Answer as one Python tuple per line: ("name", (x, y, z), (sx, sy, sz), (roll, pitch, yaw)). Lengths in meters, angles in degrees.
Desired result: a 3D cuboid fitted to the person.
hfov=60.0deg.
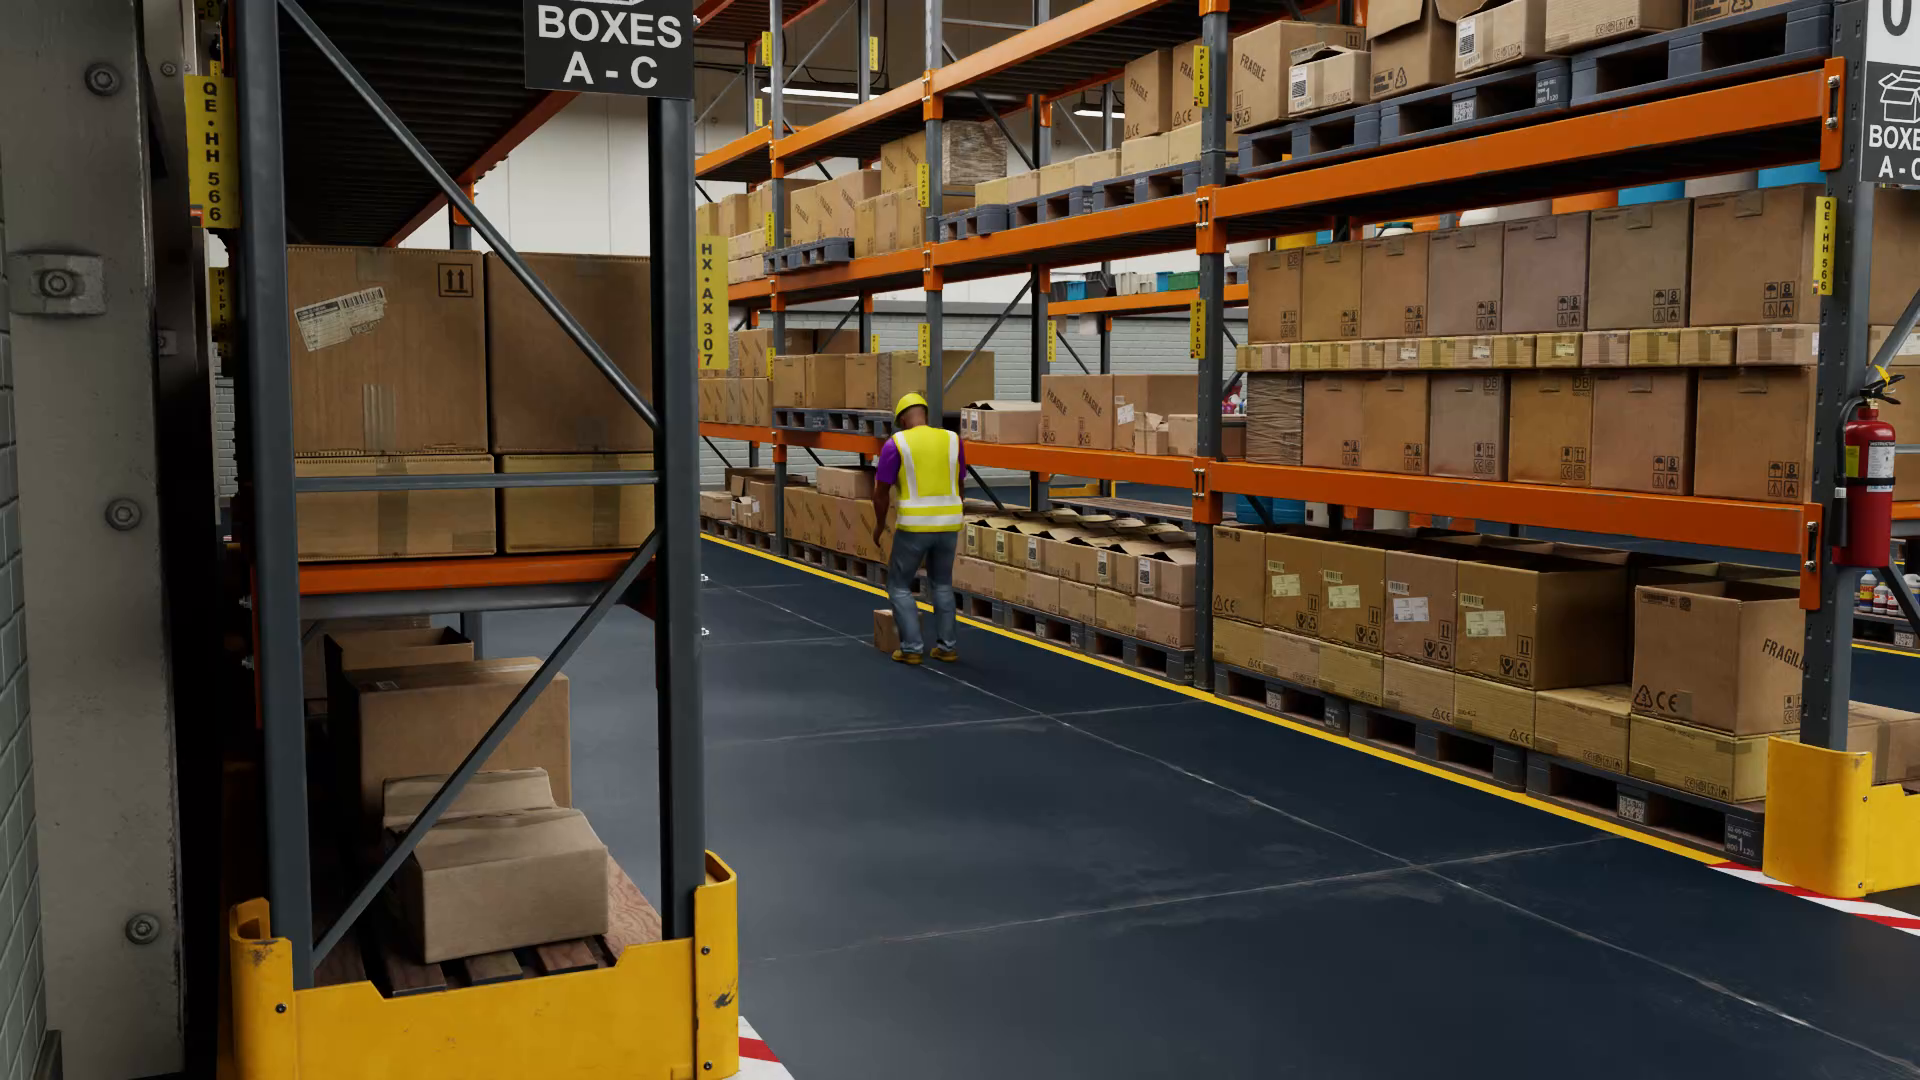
("person", (-0.253, -0.076, 10.415), (0.602, 1.683, 0.511), (-2, 6, -22))
